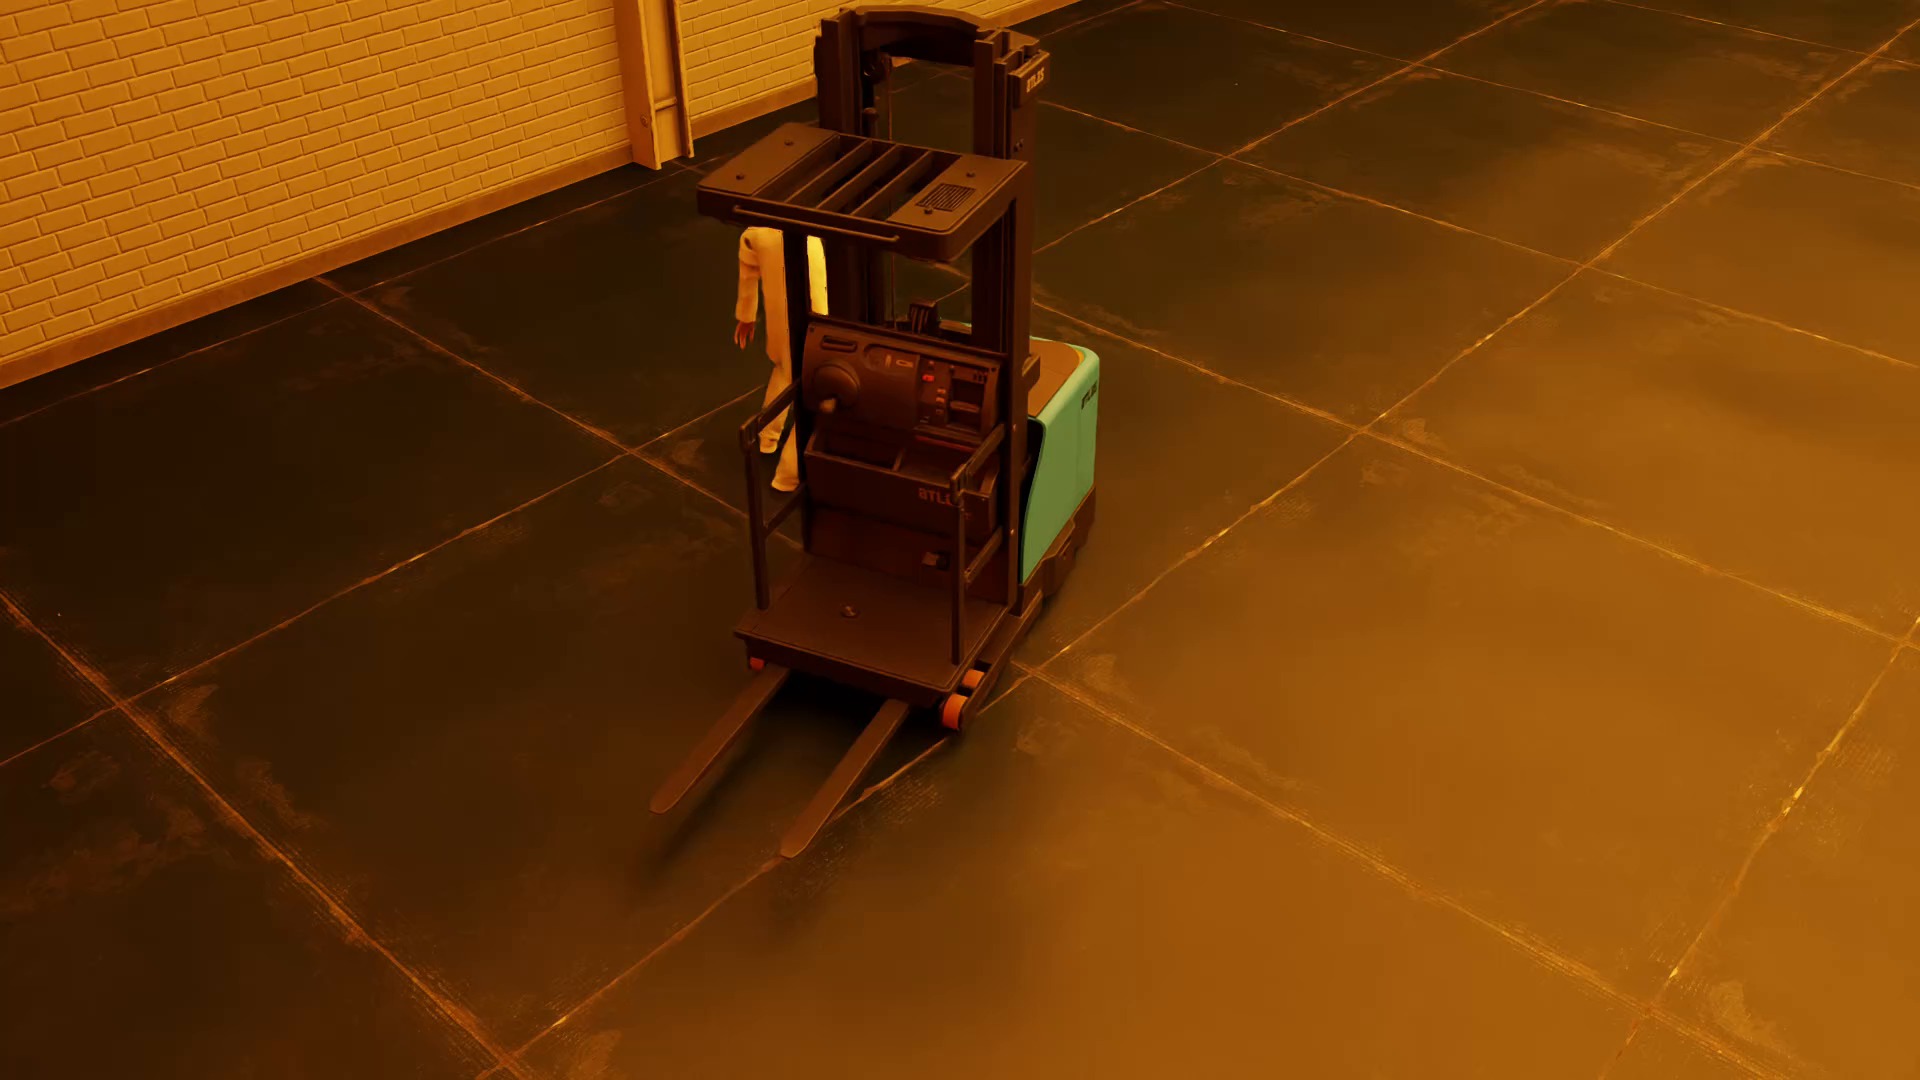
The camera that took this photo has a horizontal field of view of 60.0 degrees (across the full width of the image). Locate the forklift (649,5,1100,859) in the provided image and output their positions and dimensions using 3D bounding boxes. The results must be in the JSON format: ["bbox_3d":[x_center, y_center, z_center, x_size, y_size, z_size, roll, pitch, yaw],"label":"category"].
[{"bbox_3d":[-0.352,-0.622,7.124,1.130,2.935,3.031,14,37,20],"label":"forklift"}]

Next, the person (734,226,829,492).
[{"bbox_3d":[-0.893,-1.097,8.933,0.568,1.759,0.906,-26,42,-33],"label":"person"}]
